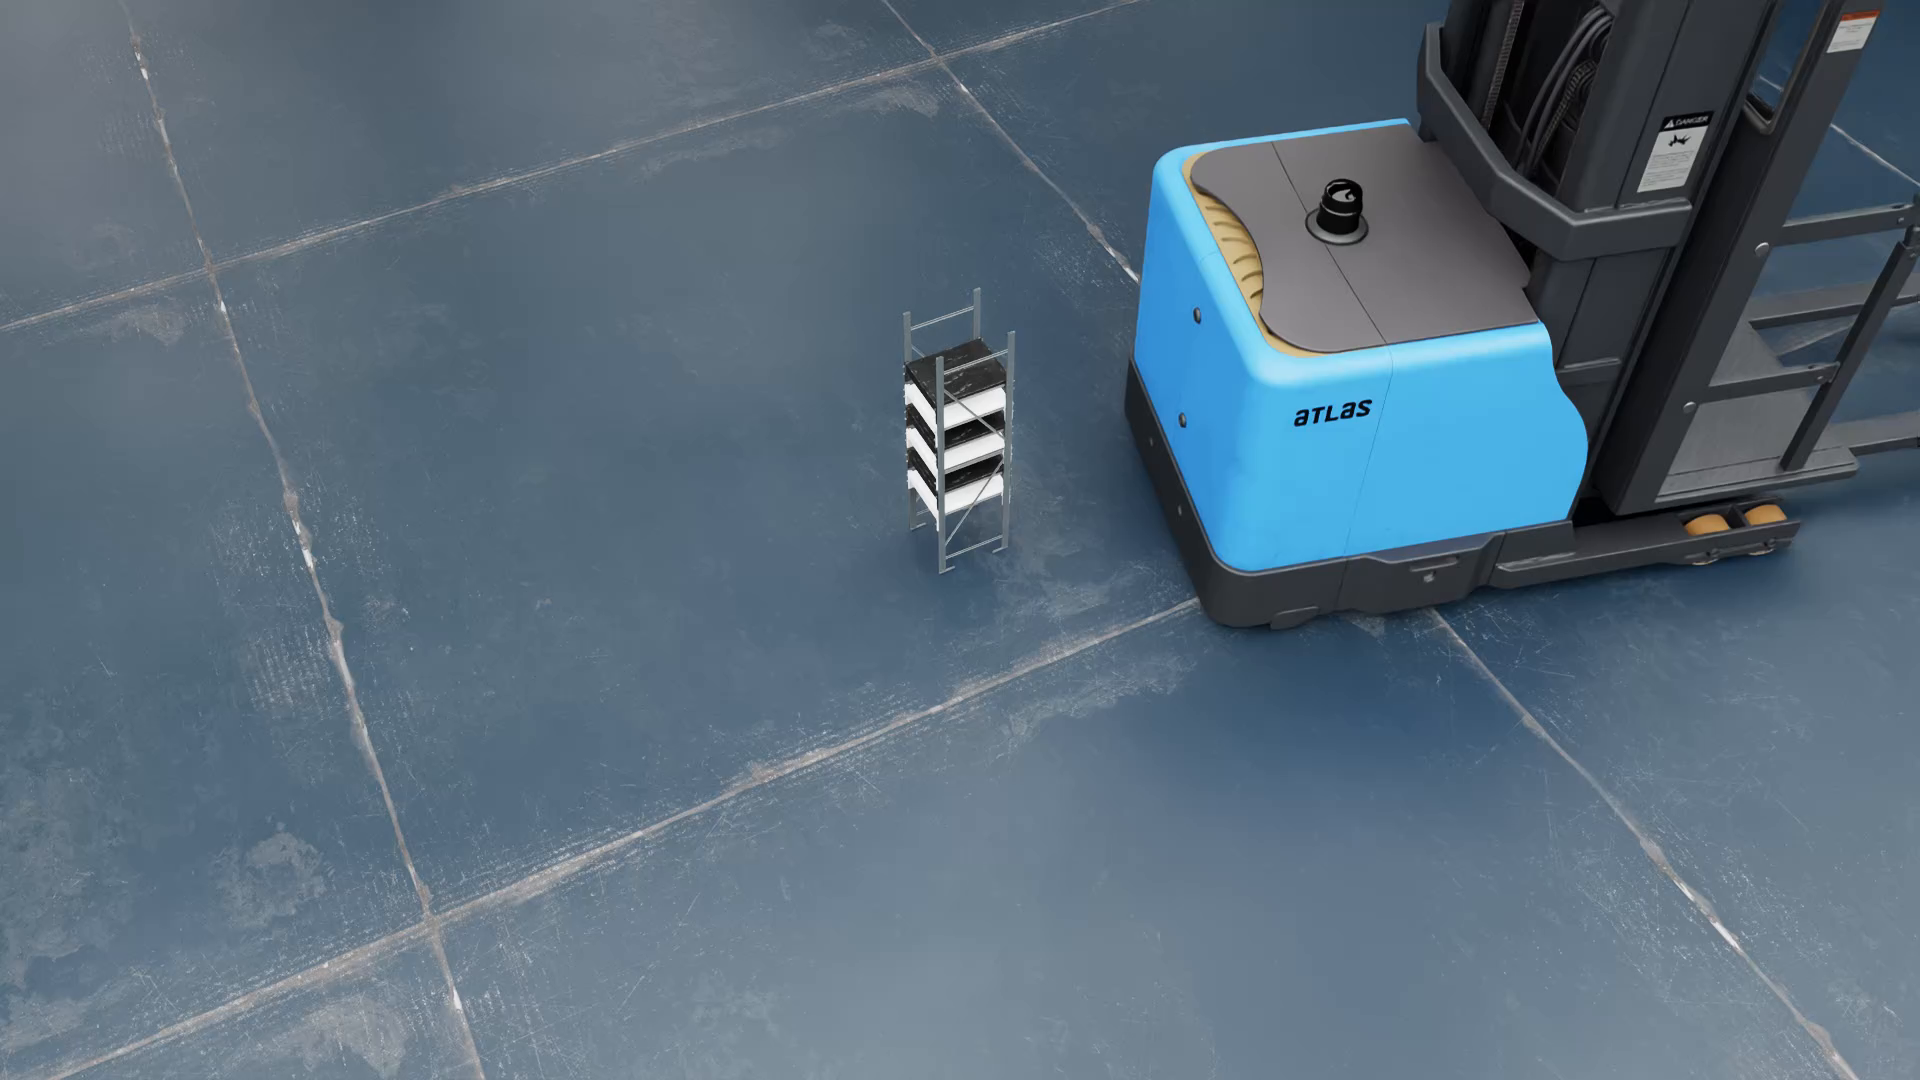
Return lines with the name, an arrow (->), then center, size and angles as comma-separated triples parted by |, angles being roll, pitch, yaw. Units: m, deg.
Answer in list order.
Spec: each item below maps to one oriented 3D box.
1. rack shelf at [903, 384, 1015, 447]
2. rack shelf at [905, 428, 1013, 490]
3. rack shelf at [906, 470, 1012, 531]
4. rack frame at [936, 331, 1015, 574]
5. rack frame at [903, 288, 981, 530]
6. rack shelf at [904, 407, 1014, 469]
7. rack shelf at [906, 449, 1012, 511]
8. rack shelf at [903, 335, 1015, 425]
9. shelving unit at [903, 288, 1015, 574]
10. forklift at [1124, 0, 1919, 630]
rack shelf -> -0.004, -0.398, 4.806 | 0.258, 0.077, 0.200 | -21, 52, -18
rack shelf -> -0.004, -0.280, 4.941 | 0.258, 0.077, 0.200 | -21, 52, -18
rack shelf -> -0.004, -0.161, 5.077 | 0.258, 0.077, 0.200 | -21, 52, -18
rack frame -> 0.043, -0.234, 4.857 | 0.240, 0.900, 0.006 | -21, 52, -18
rack frame -> -0.050, -0.370, 4.976 | 0.240, 0.900, 0.006 | -21, 52, -18
rack shelf -> -0.004, -0.339, 4.873 | 0.258, 0.077, 0.200 | -21, 52, -18
rack shelf -> -0.004, -0.221, 5.009 | 0.258, 0.077, 0.200 | -21, 52, -18
rack shelf -> -0.004, -0.458, 4.738 | 0.258, 0.077, 0.200 | -21, 52, -18
shelving unit -> -0.004, -0.302, 4.916 | 0.258, 0.900, 0.210 | -21, 52, -18
forklift -> 2.117, -1.269, 4.413 | 3.031, 2.935, 1.130 | -9, 49, -8
